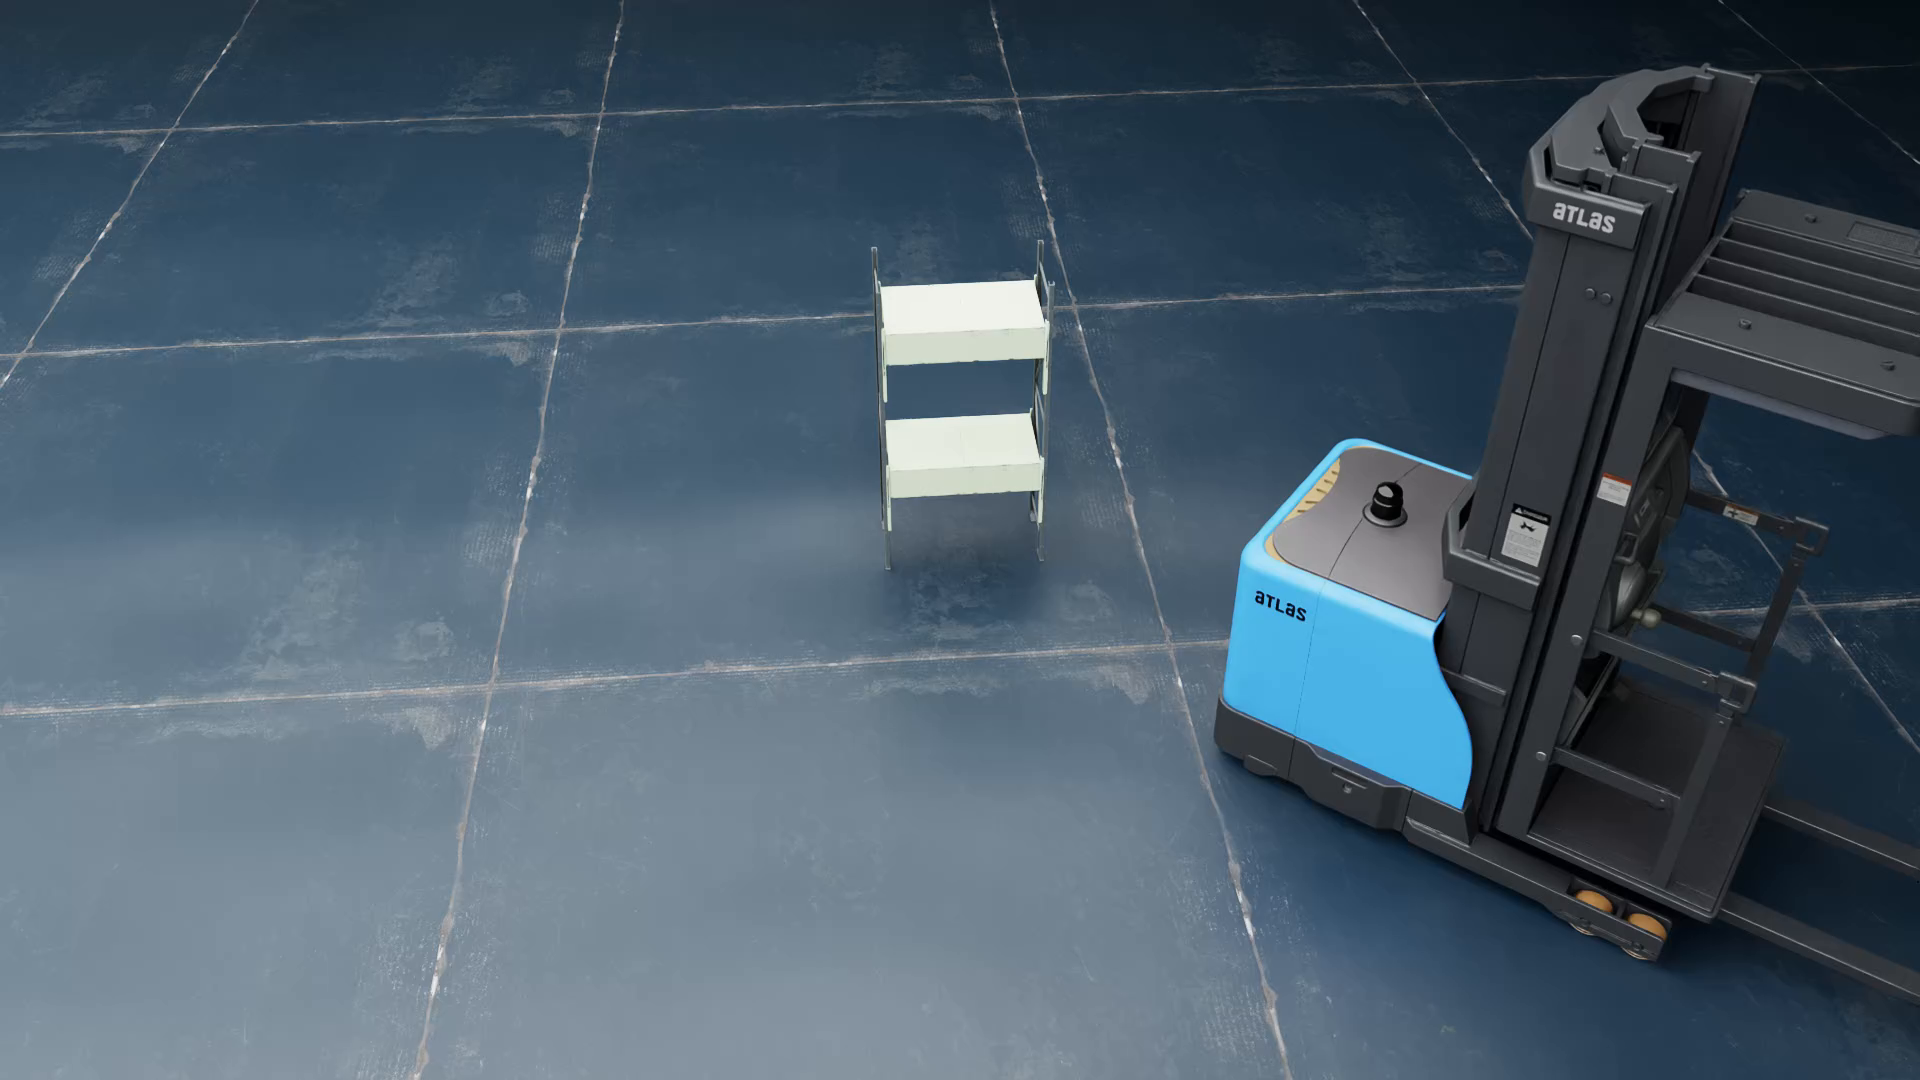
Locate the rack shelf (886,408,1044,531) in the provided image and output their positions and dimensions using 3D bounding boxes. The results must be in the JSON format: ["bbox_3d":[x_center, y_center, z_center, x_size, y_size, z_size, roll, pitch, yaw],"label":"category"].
[{"bbox_3d":[0.007,-0.333,7.810,0.720,0.370,0.431,-3,38,-4],"label":"rack shelf"}]

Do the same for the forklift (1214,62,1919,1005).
[{"bbox_3d":[2.557,0.013,5.690,3.031,2.935,1.130,23,44,27],"label":"forklift"}]

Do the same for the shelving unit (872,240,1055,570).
[{"bbox_3d":[0.007,-0.589,7.608,0.755,1.500,0.431,-3,38,-4],"label":"shelving unit"}]

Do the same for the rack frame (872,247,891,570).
[{"bbox_3d":[-0.358,-0.569,7.582,0.023,1.500,0.400,-3,38,-4],"label":"rack frame"}]

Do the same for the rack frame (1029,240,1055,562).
[{"bbox_3d":[0.371,-0.609,7.633,0.023,1.500,0.400,-3,38,-4],"label":"rack frame"}]

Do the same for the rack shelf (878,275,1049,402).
[{"bbox_3d":[0.007,-0.896,7.366,0.720,0.370,0.431,-3,38,-4],"label":"rack shelf"}]
